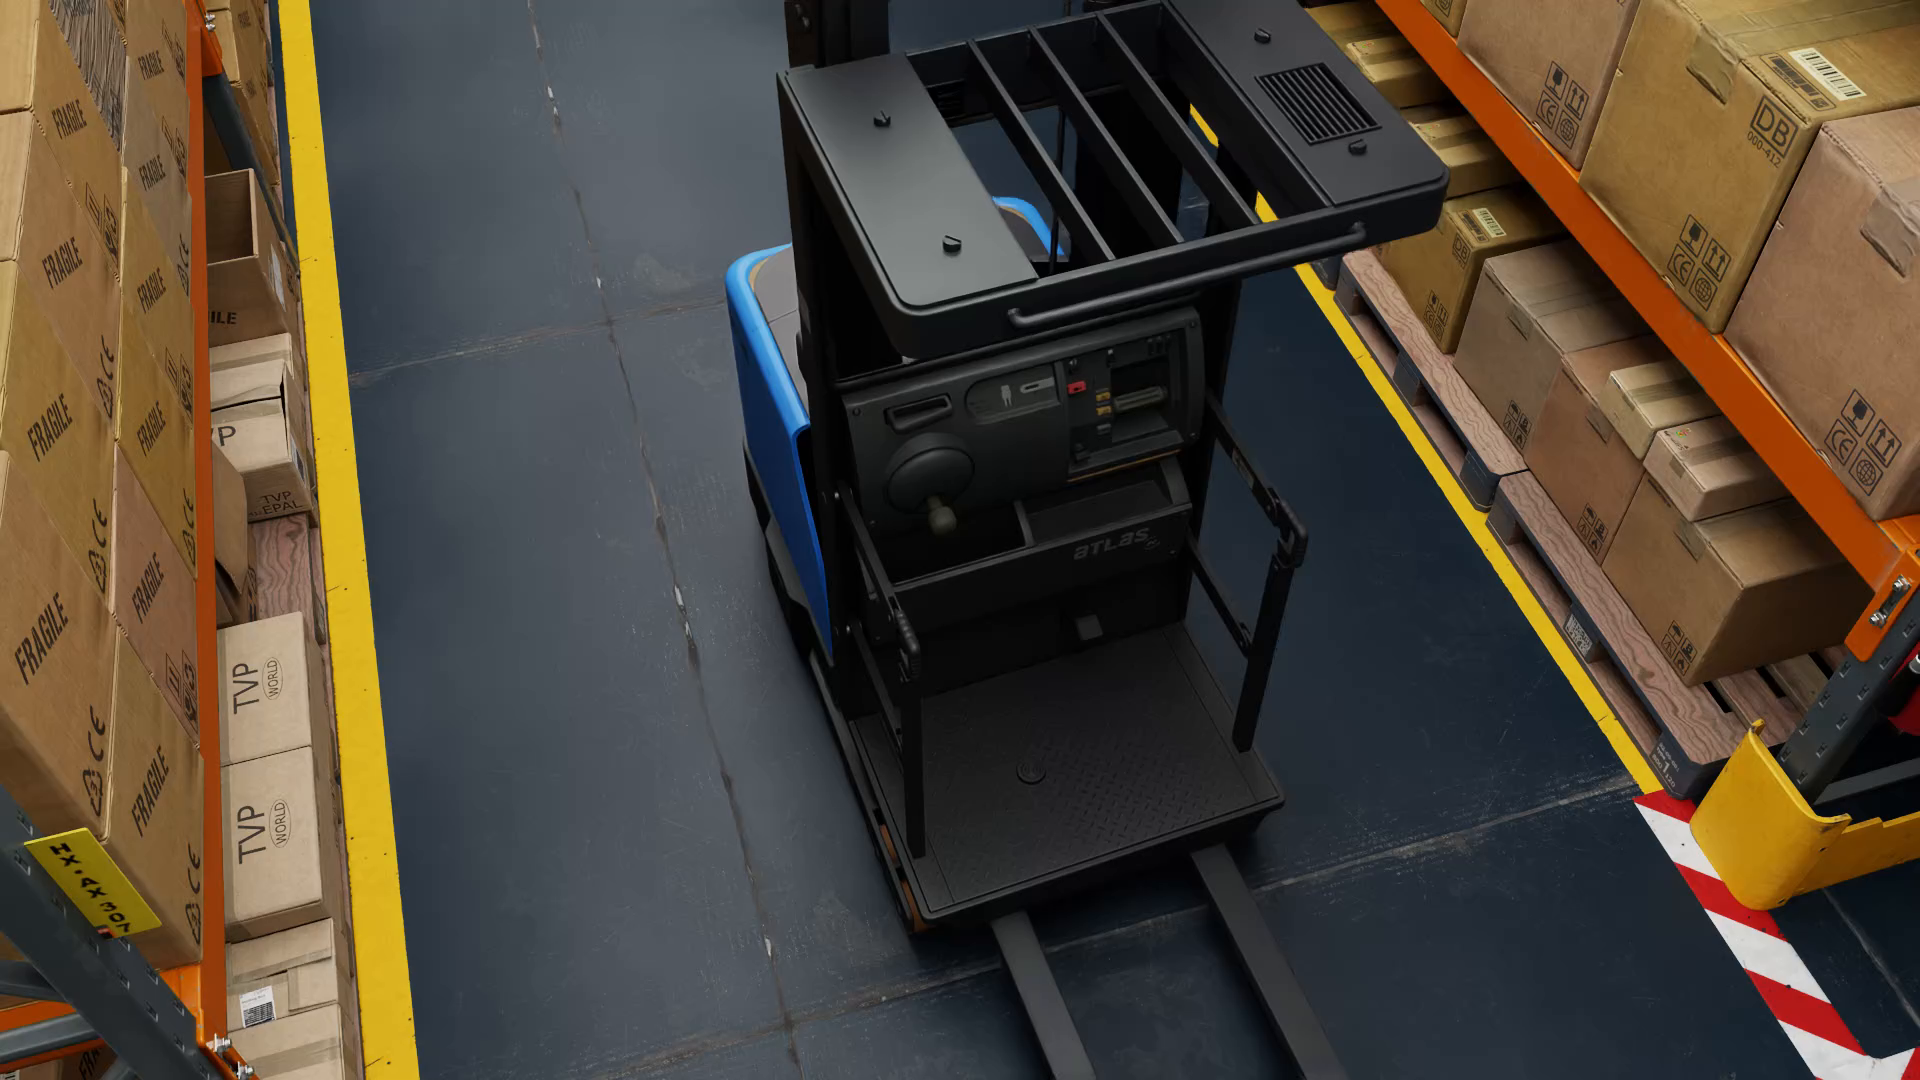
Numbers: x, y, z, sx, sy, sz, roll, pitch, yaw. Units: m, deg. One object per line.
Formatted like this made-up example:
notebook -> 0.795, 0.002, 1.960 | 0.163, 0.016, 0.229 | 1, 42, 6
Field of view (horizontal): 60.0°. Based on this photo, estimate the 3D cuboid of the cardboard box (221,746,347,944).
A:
cardboard box -> -1.983, 0.891, 4.547 | 0.500, 0.250, 0.500 | -13, 51, -11

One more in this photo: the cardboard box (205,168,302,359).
cardboard box -> -2.688, -0.932, 5.921 | 0.500, 0.500, 0.500 | -13, 51, -11

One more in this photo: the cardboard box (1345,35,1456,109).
cardboard box -> 1.653, -1.749, 6.199 | 0.380, 0.149, 0.250 | -12, 51, -10

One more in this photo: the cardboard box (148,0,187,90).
cardboard box -> -2.735, -1.673, 5.133 | 0.500, 0.500, 0.500 | -13, 51, -10

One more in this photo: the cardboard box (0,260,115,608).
cardboard box -> -1.986, -0.145, 3.191 | 0.500, 0.500, 0.500 | -13, 51, -11

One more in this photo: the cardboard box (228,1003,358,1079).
cardboard box -> -1.741, 1.367, 4.213 | 0.380, 0.149, 0.250 | -13, 51, -11

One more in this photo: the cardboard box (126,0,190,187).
cardboard box -> -2.581, -1.297, 4.816 | 0.500, 0.500, 0.500 | -12, 51, -10

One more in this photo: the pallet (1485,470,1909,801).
pallet -> 2.475, 0.183, 5.458 | 1.003, 0.211, 1.213 | -13, 51, -11

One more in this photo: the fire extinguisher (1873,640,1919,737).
fire extinguisher -> 2.390, 0.210, 3.905 | 0.296, 0.674, 0.183 | -13, 51, -11

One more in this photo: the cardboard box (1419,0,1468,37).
cardboard box -> 1.959, -2.233, 5.475 | 0.980, 0.700, 0.700 | -14, 51, -12

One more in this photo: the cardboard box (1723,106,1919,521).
cardboard box -> 2.626, -0.616, 4.112 | 0.980, 0.700, 0.700 | -11, 51, -9

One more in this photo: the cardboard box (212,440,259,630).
cardboard box -> -2.567, 0.086, 5.061 | 0.797, 0.503, 0.637 | -13, 51, -11

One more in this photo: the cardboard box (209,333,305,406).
cardboard box -> -2.520, -0.559, 5.836 | 0.380, 0.149, 0.250 | -13, 51, -11

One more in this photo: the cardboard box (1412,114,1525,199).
cardboard box -> 1.808, -1.368, 5.877 | 0.380, 0.149, 0.250 | -15, 51, -12

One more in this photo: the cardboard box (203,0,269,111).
cardboard box -> -3.207, -2.080, 6.889 | 0.500, 0.500, 0.500 | -13, 51, -10

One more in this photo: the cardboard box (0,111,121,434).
cardboard box -> -2.129, -0.512, 3.500 | 0.500, 0.500, 0.500 | -13, 51, -10

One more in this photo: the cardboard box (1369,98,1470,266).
cardboard box -> 1.872, -1.464, 6.382 | 0.700, 0.500, 0.500 | -14, 51, -11

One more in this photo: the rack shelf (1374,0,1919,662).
rack shelf -> 2.195, -1.378, 5.421 | 1.077, 0.370, 4.000 | -13, 51, -11

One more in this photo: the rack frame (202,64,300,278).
rack frame -> -3.128, -1.948, 5.431 | 1.000, 3.000, 0.127 | -13, 51, -11

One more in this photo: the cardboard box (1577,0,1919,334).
cardboard box -> 2.400, -1.145, 4.557 | 0.980, 0.700, 0.700 | -14, 51, -11

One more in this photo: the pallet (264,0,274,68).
pallet -> -3.769, -2.528, 7.743 | 1.003, 0.211, 1.213 | -13, 51, -11

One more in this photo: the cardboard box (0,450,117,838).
cardboard box -> -1.824, 0.235, 2.871 | 0.500, 0.500, 0.500 | -12, 51, -10

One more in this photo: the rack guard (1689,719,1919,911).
rack guard -> 2.793, 0.674, 4.855 | 1.175, 0.500, 0.348 | -13, 51, -11

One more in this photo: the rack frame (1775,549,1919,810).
rack frame -> 2.786, -0.150, 3.914 | 1.000, 3.000, 0.127 | -13, 51, -11

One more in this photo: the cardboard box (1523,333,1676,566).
cardboard box -> 2.335, -0.333, 5.429 | 0.700, 0.500, 0.500 | -13, 51, -11

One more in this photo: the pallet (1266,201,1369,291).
pallet -> 1.753, -1.599, 6.960 | 1.003, 0.211, 1.213 | -13, 51, -11

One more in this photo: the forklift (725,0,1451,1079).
forklift -> 0.251, -0.184, 3.988 | 1.130, 2.935, 3.031 | -16, 52, -13

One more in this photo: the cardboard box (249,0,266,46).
cardboard box -> -3.347, -2.446, 7.198 | 0.500, 0.500, 0.500 | -13, 51, -11

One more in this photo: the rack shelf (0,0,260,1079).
rack shelf -> -2.536, -0.256, 4.474 | 1.077, 0.370, 4.000 | -13, 51, -11

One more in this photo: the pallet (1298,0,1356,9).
pallet -> 1.303, -2.719, 7.904 | 1.003, 0.211, 1.213 | -13, 51, -11

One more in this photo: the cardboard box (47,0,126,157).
cardboard box -> -2.428, -1.250, 4.123 | 0.500, 0.500, 0.500 | -13, 51, -11

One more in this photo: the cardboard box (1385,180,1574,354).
cardboard box -> 2.021, -1.088, 6.066 | 0.700, 0.500, 0.500 | -12, 51, -10

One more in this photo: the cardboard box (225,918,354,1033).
cardboard box -> -1.814, 1.179, 4.360 | 0.380, 0.166, 0.250 | -13, 51, -11

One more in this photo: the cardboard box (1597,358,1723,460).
cardboard box -> 2.195, -0.416, 5.075 | 0.380, 0.149, 0.250 | -12, 51, -10

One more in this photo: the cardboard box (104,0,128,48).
cardboard box -> -2.577, -1.618, 4.433 | 0.500, 0.500, 0.500 | -14, 51, -12

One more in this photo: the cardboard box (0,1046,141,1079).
cardboard box -> -2.341, 1.296, 4.043 | 0.500, 0.500, 0.500 | -13, 51, -11

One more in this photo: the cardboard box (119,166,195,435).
cardboard box -> -2.274, -0.551, 4.187 | 0.500, 0.500, 0.500 | -13, 51, -10

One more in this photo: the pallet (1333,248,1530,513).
pallet -> 2.118, -0.706, 6.208 | 1.003, 0.211, 1.213 | -13, 51, -11

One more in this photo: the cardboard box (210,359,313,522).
cardboard box -> -2.467, -0.324, 5.532 | 0.500, 0.311, 0.500 | -13, 51, -11

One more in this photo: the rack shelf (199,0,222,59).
rack shelf -> -3.719, -3.177, 6.937 | 1.077, 0.370, 4.000 | -13, 51, -11

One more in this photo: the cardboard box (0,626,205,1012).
cardboard box -> -1.824, 0.557, 3.253 | 0.500, 0.500, 0.500 | -12, 51, -10

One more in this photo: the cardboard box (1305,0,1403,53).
cardboard box -> 1.726, -1.831, 6.692 | 0.700, 0.500, 0.500 | -13, 51, -11

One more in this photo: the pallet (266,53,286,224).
pallet -> -3.405, -1.635, 6.990 | 1.003, 0.211, 1.213 | -13, 51, -11

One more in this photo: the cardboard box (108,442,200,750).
cardboard box -> -1.982, 0.182, 3.570 | 0.500, 0.500, 0.500 | -14, 51, -11

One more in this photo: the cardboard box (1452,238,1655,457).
cardboard box -> 2.186, -0.700, 5.739 | 0.700, 0.500, 0.500 | -15, 51, -12

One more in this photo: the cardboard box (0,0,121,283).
cardboard box -> -2.280, -0.882, 3.813 | 0.500, 0.500, 0.500 | -14, 51, -11

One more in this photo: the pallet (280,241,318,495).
pallet -> -2.926, -0.548, 6.074 | 1.003, 0.211, 1.213 | -13, 51, -11

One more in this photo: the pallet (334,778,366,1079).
pallet -> -2.204, 1.235, 4.571 | 1.003, 0.211, 1.213 | -13, 51, -11

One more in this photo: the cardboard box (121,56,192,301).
cardboard box -> -2.427, -0.922, 4.500 | 0.500, 0.500, 0.500 | -12, 51, -10

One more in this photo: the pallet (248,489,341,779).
pallet -> -2.561, 0.345, 5.321 | 1.003, 0.211, 1.213 | -13, 51, -11

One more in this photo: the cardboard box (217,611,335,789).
cardboard box -> -2.131, 0.526, 4.855 | 0.500, 0.250, 0.500 | -13, 51, -11

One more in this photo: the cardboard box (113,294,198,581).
cardboard box -> -2.128, -0.186, 3.879 | 0.500, 0.500, 0.500 | -13, 51, -11

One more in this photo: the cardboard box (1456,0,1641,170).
cardboard box -> 2.183, -1.704, 5.029 | 0.980, 0.700, 0.700 | -16, 52, -13

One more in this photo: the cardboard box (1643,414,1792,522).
cardboard box -> 2.271, -0.229, 4.918 | 0.380, 0.149, 0.250 | -14, 51, -11

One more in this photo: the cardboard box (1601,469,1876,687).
cardboard box -> 2.483, 0.032, 5.121 | 0.700, 0.500, 0.500 | -13, 51, -11

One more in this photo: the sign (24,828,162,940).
sign -> -1.427, 0.571, 2.740 | 0.100, 0.325, 0.005 | -13, 51, -11

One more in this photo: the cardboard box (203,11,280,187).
cardboard box -> -3.038, -1.693, 6.562 | 0.500, 0.500, 0.500 | -15, 52, -13
